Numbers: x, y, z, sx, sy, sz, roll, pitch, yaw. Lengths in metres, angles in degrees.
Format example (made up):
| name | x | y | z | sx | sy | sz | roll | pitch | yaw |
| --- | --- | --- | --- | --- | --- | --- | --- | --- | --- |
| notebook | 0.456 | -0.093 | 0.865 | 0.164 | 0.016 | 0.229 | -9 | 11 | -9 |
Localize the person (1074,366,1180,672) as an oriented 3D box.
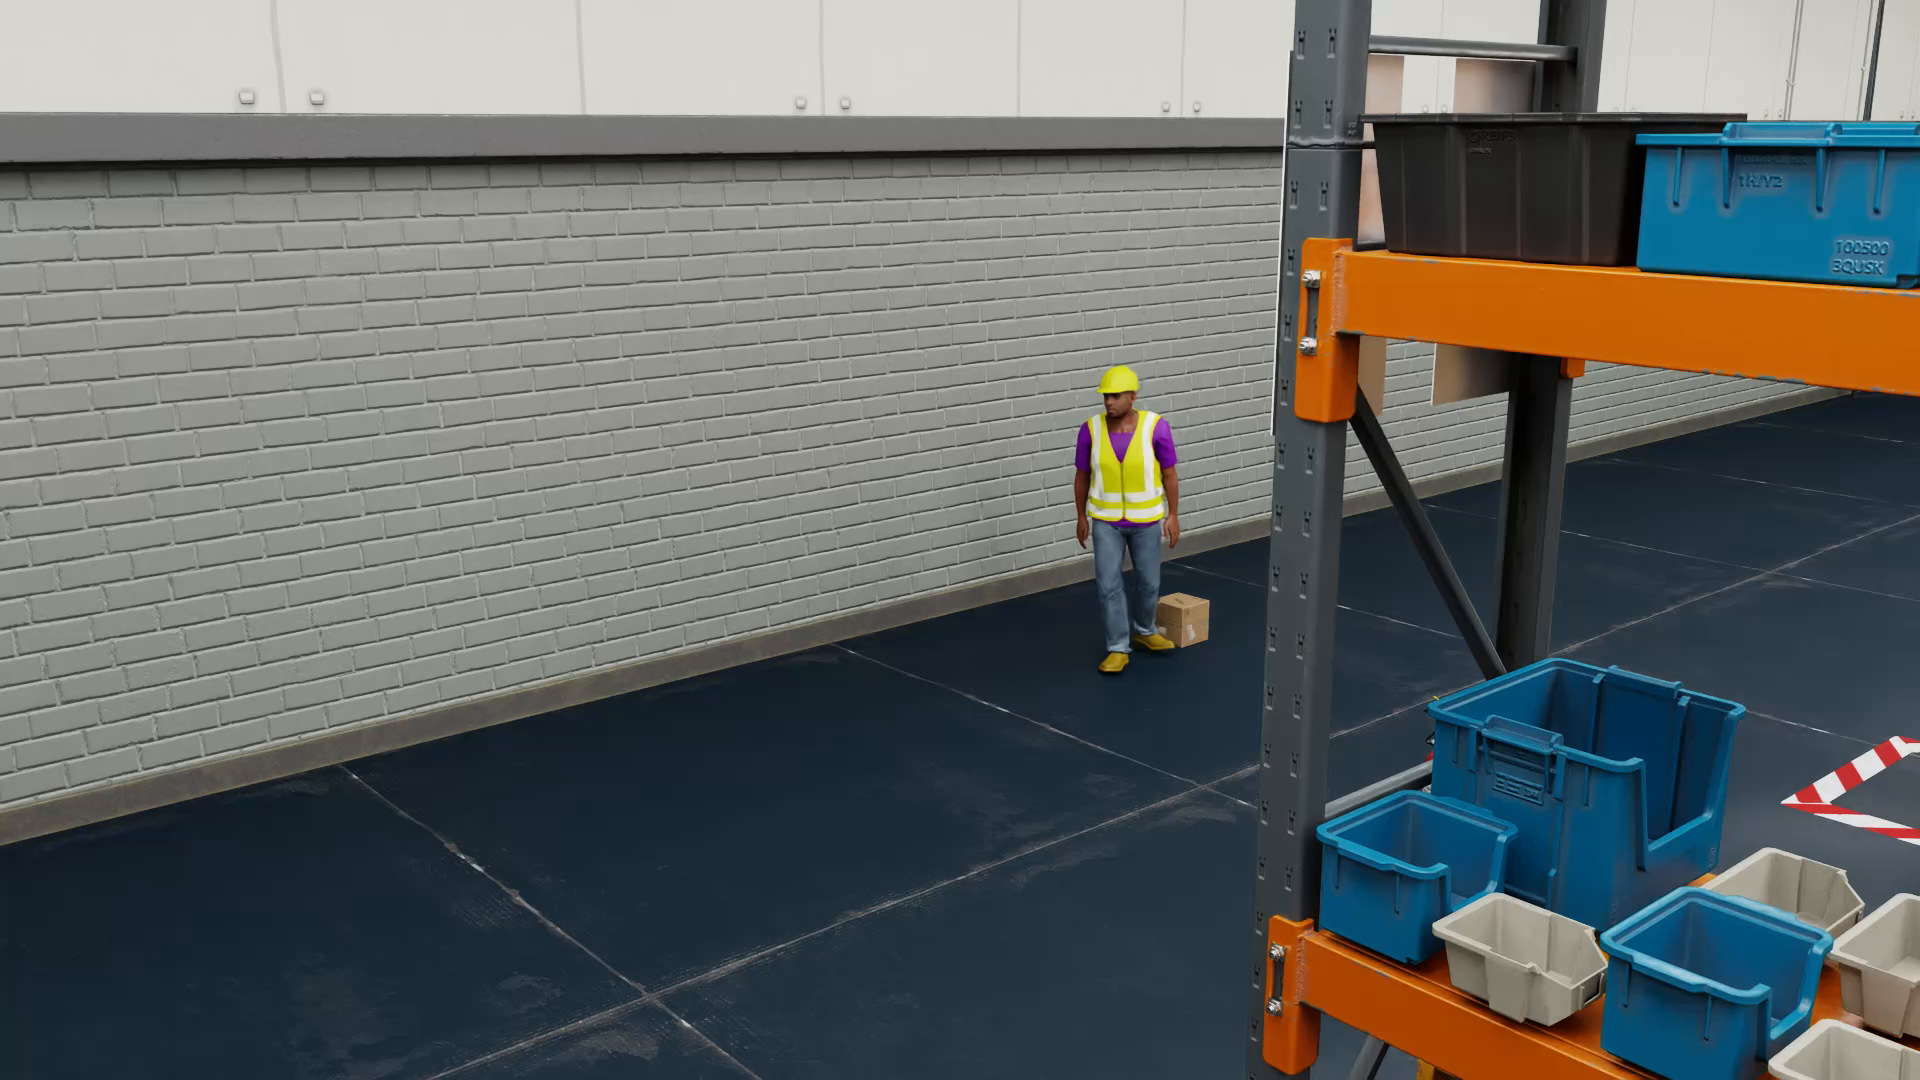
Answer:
| name | x | y | z | sx | sy | sz | roll | pitch | yaw |
| --- | --- | --- | --- | --- | --- | --- | --- | --- | --- |
| person | 0.957 | -0.136 | 9.514 | 0.607 | 1.755 | 0.580 | 2 | 14 | 9 |
